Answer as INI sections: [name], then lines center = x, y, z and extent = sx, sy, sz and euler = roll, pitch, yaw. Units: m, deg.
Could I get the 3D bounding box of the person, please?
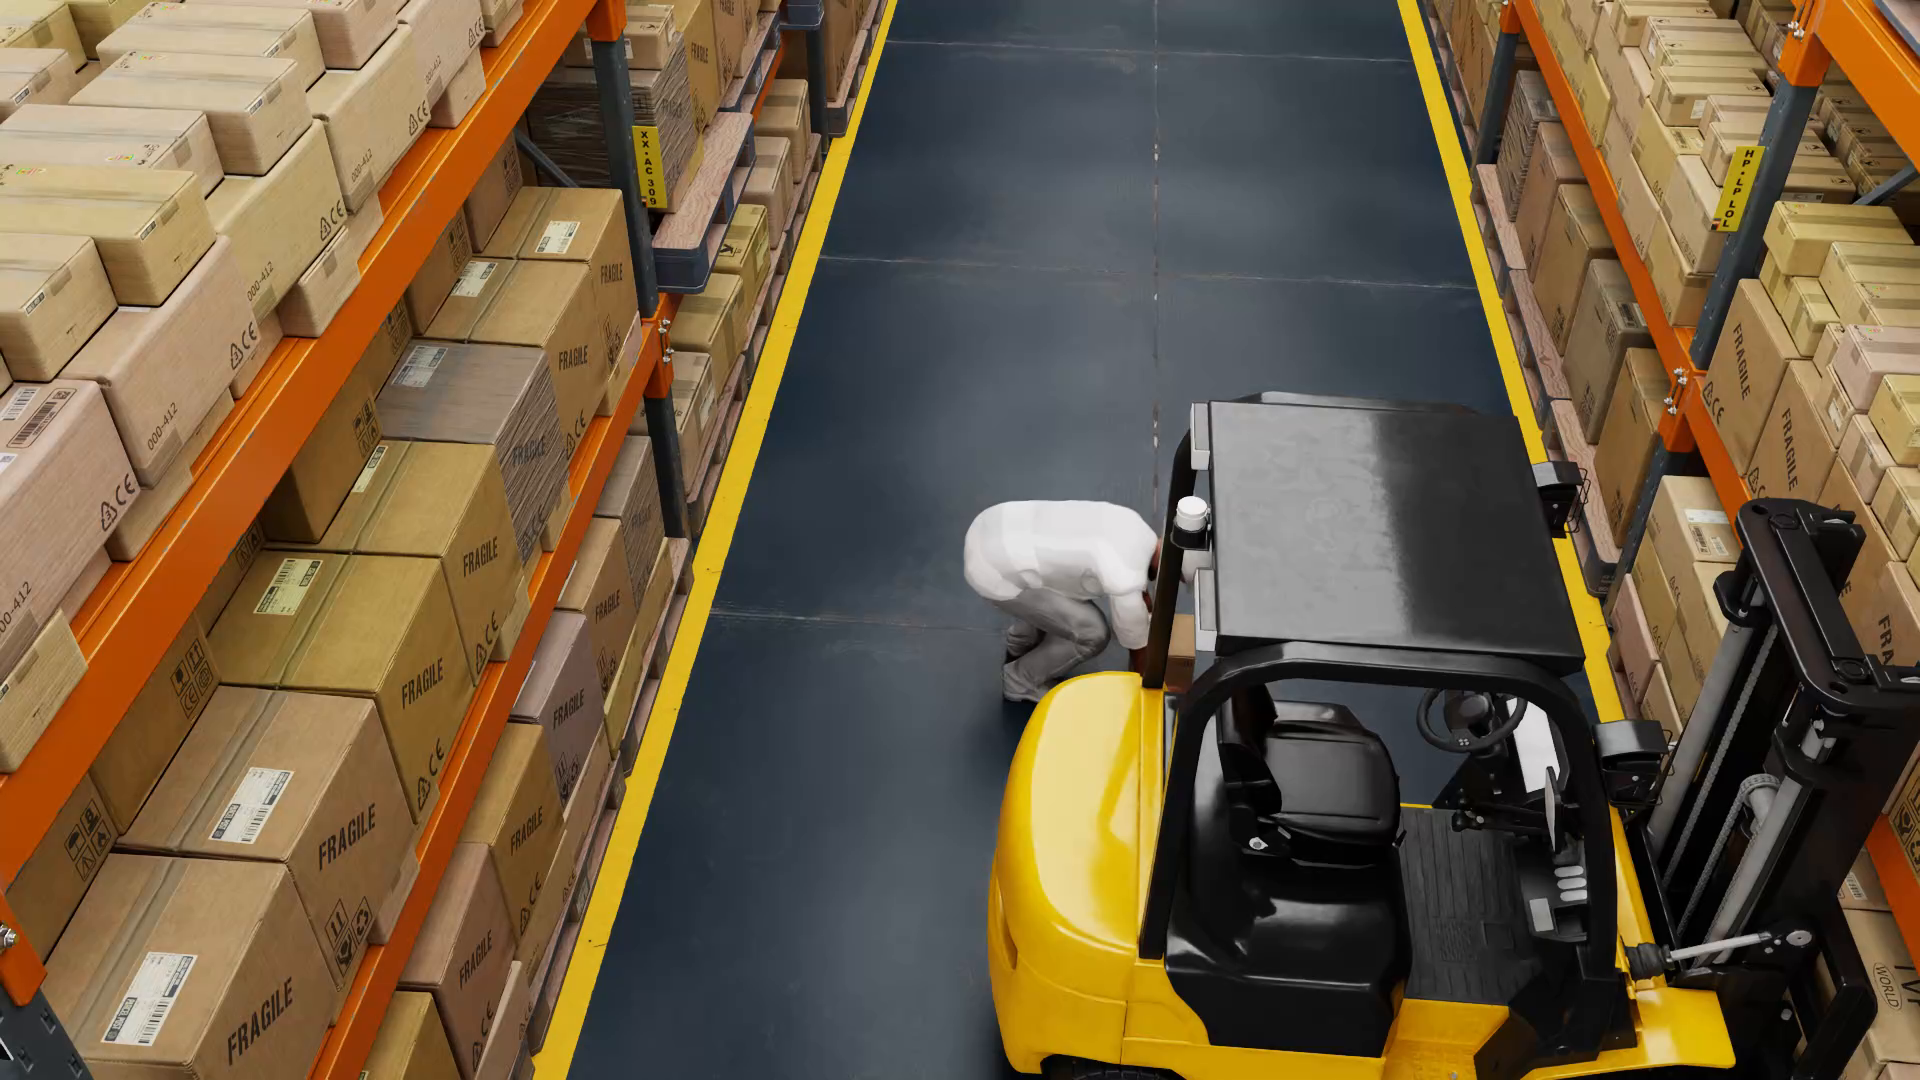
[person]
center = 0.510, 0.231, 6.596
extent = 0.968, 0.861, 0.514
euler = 2, 40, 2
